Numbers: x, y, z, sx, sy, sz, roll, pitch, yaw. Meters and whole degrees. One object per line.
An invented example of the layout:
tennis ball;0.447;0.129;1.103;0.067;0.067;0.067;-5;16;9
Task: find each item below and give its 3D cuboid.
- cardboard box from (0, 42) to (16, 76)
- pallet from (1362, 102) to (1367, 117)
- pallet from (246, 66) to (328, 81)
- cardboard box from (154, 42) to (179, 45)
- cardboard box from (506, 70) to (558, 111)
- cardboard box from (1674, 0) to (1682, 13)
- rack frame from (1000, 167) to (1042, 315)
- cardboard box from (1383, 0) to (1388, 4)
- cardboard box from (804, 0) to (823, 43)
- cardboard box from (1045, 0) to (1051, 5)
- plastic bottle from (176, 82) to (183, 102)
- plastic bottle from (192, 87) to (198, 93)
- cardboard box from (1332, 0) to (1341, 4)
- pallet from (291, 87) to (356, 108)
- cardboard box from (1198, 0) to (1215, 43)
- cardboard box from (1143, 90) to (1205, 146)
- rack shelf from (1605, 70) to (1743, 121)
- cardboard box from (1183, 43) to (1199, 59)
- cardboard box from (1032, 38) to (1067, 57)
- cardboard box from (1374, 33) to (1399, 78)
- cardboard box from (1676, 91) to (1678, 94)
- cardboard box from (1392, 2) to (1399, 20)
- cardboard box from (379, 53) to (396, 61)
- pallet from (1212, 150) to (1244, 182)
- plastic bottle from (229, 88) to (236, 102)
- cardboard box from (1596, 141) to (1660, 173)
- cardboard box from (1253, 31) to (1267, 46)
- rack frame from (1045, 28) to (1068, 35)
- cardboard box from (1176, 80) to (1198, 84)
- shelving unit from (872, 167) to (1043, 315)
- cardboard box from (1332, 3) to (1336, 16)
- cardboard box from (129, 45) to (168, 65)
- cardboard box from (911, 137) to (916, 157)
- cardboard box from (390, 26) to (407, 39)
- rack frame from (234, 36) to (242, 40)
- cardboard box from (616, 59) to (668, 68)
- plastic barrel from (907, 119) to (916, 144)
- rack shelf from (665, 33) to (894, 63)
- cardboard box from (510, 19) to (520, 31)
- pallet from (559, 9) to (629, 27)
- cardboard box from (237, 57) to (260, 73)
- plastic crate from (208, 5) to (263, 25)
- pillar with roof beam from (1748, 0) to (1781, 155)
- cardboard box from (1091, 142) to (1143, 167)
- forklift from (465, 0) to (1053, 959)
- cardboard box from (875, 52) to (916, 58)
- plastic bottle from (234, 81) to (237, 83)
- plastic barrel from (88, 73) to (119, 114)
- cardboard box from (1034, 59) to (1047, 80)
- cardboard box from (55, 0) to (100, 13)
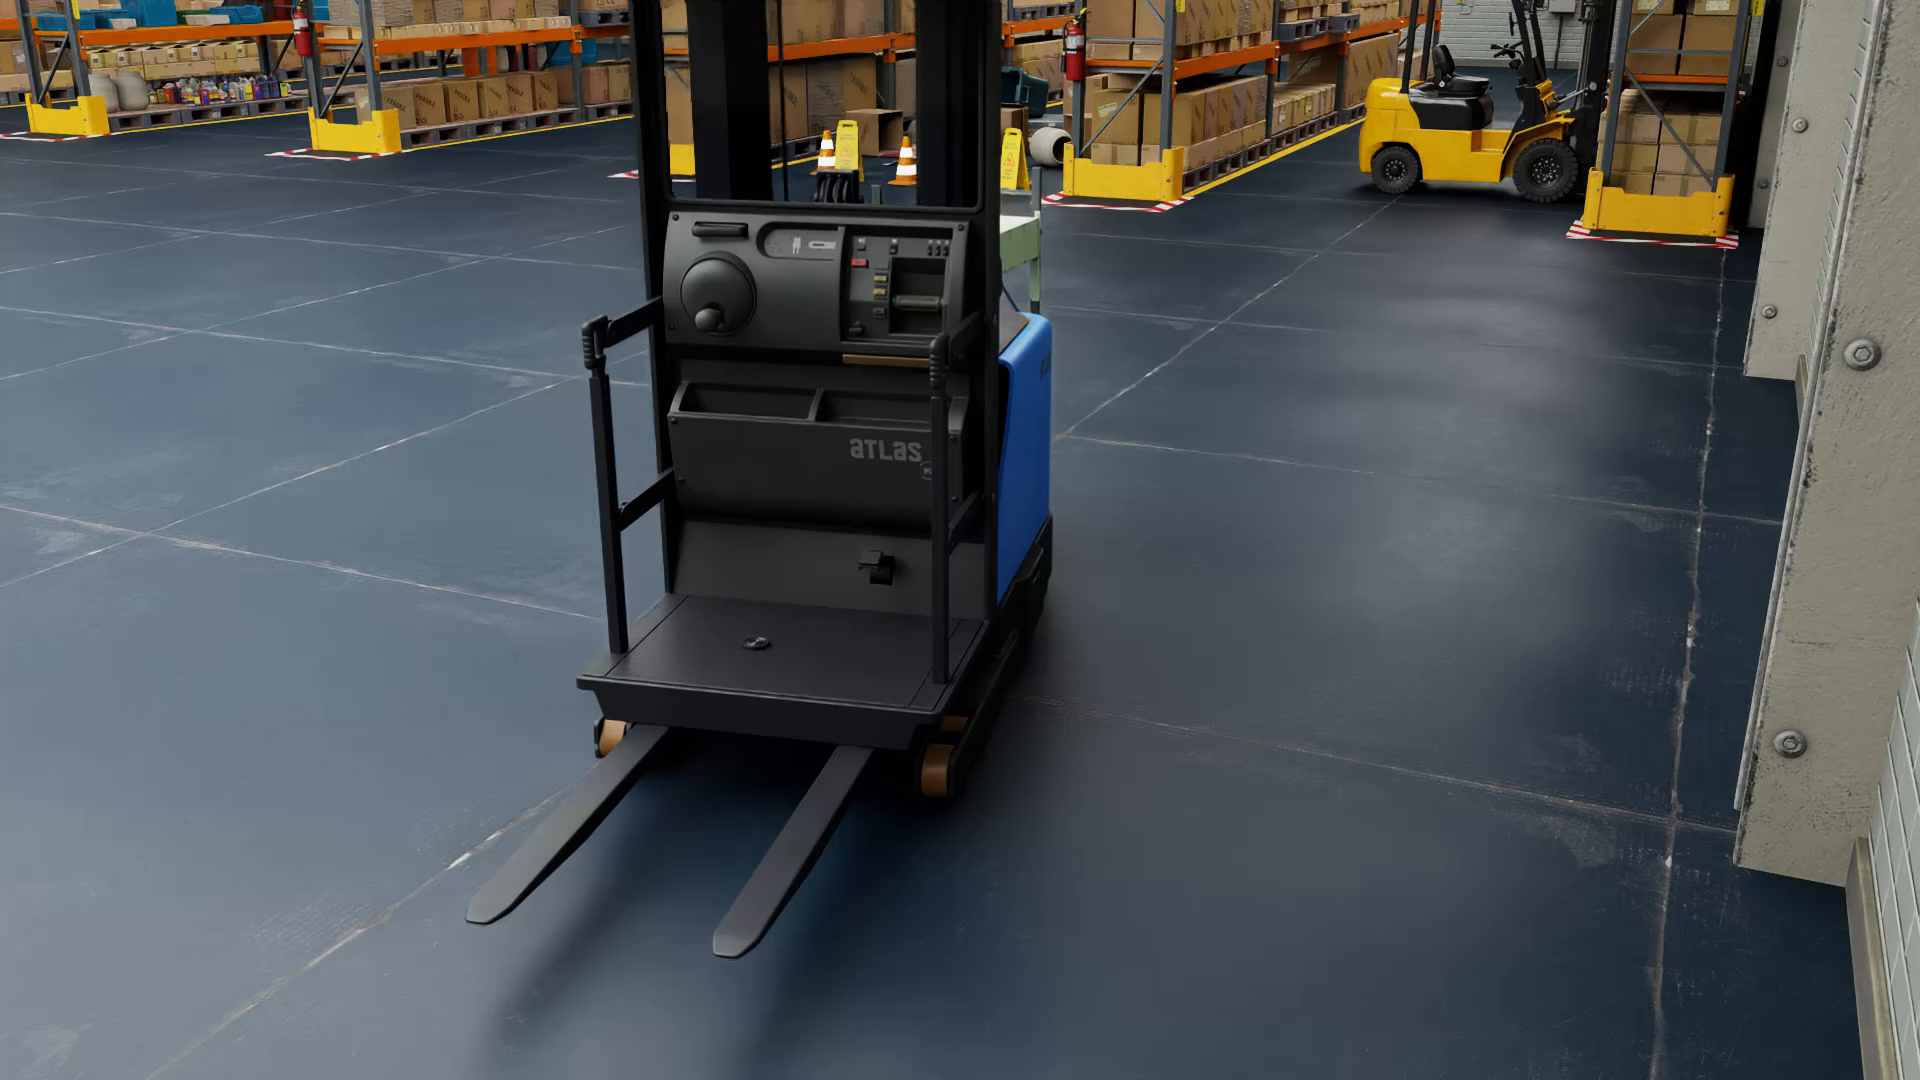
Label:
cardboard box;-15.257;-7.555;26.093;0.500;0.500;0.500;9;21;23
pallet;5.758;-6.567;25.118;1.003;0.211;1.213;9;21;23
pallet;-12.872;-8.908;31.701;1.003;0.211;1.213;9;21;23
cardboard box;-14.113;-8.728;29.674;0.500;0.311;0.500;8;21;21
cardboard box;-6.014;-6.319;23.363;0.500;0.500;0.500;8;21;21
cardboard box;6.245;-4.803;14.880;0.380;0.149;0.250;9;21;24
rack frame;0.144;-0.830;7.064;0.400;1.500;0.023;8;21;22
cardboard box;6.140;-8.185;24.984;0.500;0.250;0.500;9;22;24
cardboard box;-2.129;-6.164;19.601;0.875;0.550;0.500;9;21;23
cardboard box;1.216;-8.521;26.200;0.380;0.149;0.250;9;21;23
plastic bottle;-11.433;-6.533;24.271;0.152;0.276;0.135;8;21;21
plastic bottle;-11.241;-6.546;24.419;0.097;0.201;0.097;0;20;0
cardboard box;4.731;-7.327;21.874;0.500;0.500;0.500;8;21;22
pallet;-10.046;-7.026;26.411;1.003;0.211;1.213;9;21;23
cardboard box;2.245;-5.285;16.761;0.500;0.500;0.500;9;22;24
cardboard box;2.181;-4.304;16.953;0.500;0.500;0.500;8;21;21
rack shelf;6.938;-4.425;16.009;1.077;0.370;4.000;9;21;23
cardboard box;2.190;-4.939;16.755;0.380;0.149;0.250;8;21;21
cardboard box;1.445;-7.942;26.807;0.500;0.250;0.500;8;21;20
cardboard box;6.322;-7.497;26.118;0.875;0.875;0.875;9;22;24
cardboard box;7.732;-4.572;17.333;0.500;0.250;0.500;9;21;24
cardboard box;6.549;-8.259;25.938;0.500;0.250;0.500;8;21;21
cardboard box;-11.725;-9.911;33.433;0.500;0.500;0.500;9;21;23
pallet;2.486;-4.157;18.343;1.003;0.211;1.213;9;21;23
plastic bottle;-10.638;-6.501;24.291;0.097;0.201;0.097;0;20;0
cardboard box;6.033;-3.482;15.015;0.500;0.250;0.500;8;21;22
cardboard box;3.278;-5.720;18.951;0.380;0.149;0.250;9;22;24
rack frame;1.946;-9.149;28.219;1.000;3.000;0.127;9;21;23
cardboard box;2.317;-4.844;18.471;0.500;0.500;0.500;10;22;26
shelving unit;0.001;-0.717;6.746;0.431;1.500;0.755;8;21;22
cardboard box;4.729;-6.974;21.851;0.380;0.149;0.250;7;21;20
cardboard box;-14.033;-8.345;28.597;0.500;0.311;0.500;8;21;21
cardboard box;-0.354;-4.637;19.612;0.396;0.266;0.258;13;23;32
cardboard box;-6.998;-6.202;20.307;0.380;0.149;0.250;9;21;23
rack frame;-16.095;-11.900;35.953;1.000;3.000;0.127;9;21;23
cardboard box;-4.873;-7.114;25.571;0.700;0.500;0.500;11;22;27
plastic barrel;-0.395;-4.933;20.207;0.421;0.421;0.512;-9;22;-24
rack shelf;-2.149;-5.753;19.744;1.077;0.370;4.000;9;21;23
cardboard box;-6.125;-6.897;22.262;0.380;0.149;0.250;9;21;23
pallet;-5.368;-7.539;23.976;1.003;0.211;1.213;9;21;23
cardboard box;-13.205;-8.706;30.450;0.500;0.250;0.500;9;22;24
plastic crate;-10.538;-7.649;24.223;0.499;0.251;0.616;9;21;23
pillar with roof beam;5.756;-9.493;20.233;9.100;9.000;0.400;9;21;23
cardboard box;1.685;-4.026;17.291;0.500;0.250;0.500;8;21;22
forklift;-0.478;-0.763;4.740;1.130;2.935;3.031;4;20;12
cardboard box;-0.760;-6.338;23.045;1.050;0.750;0.750;9;21;23
plastic bottle;-10.648;-6.635;24.545;0.061;0.283;0.133;9;21;23
plastic barrel;-11.771;-6.109;22.757;0.421;0.512;0.421;0;20;0
cardboard box;1.033;-7.282;26.072;0.500;0.500;0.500;9;21;23
cardboard box;-14.688;-8.861;27.633;0.500;0.250;0.500;10;22;26
